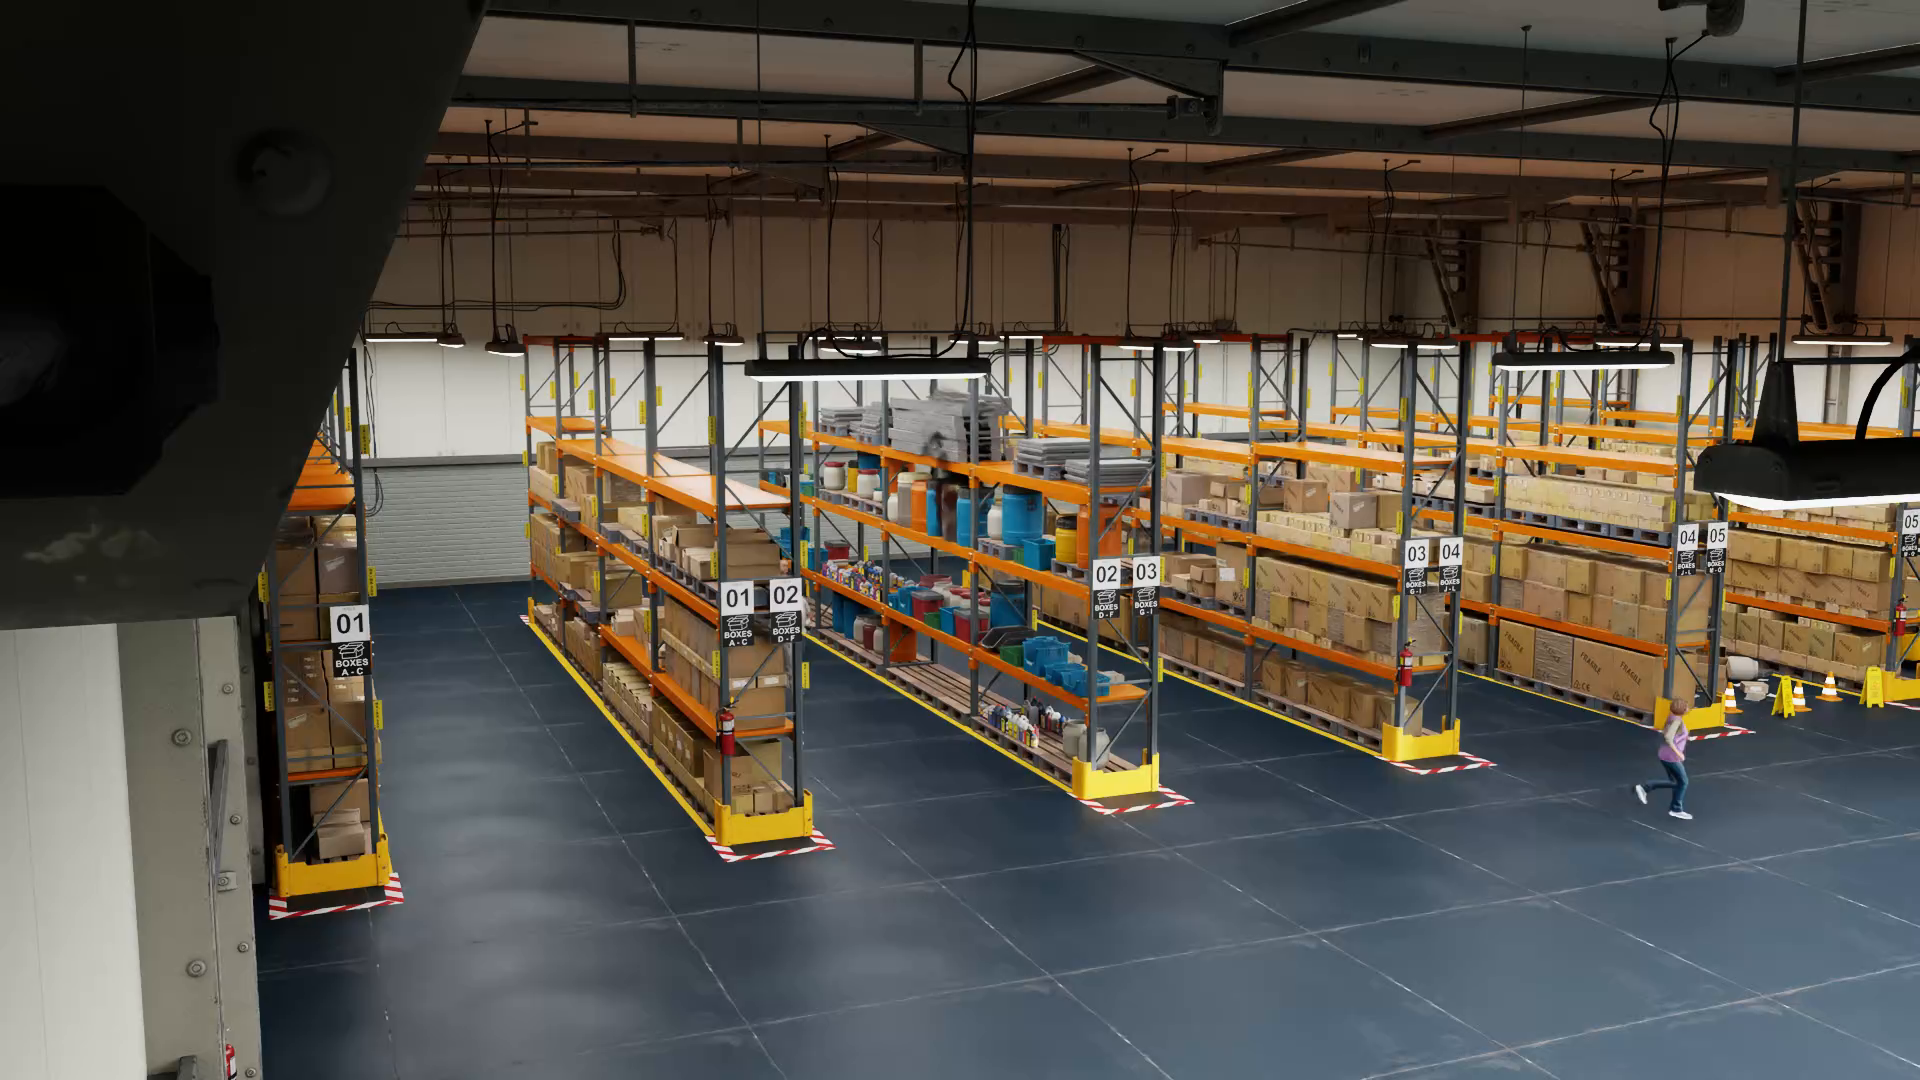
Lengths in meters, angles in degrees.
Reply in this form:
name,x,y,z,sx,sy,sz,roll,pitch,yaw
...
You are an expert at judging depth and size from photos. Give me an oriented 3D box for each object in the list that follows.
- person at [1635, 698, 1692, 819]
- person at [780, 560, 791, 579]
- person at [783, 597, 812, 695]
name,x,y,z,sx,sy,sz,roll,pitch,yaw
person,8.972,2.775,21.103,0.695,1.576,0.559,2,8,14
person,-3.316,1.288,31.343,0.725,1.856,0.858,-4,8,-25
person,-2.705,1.571,27.038,0.669,1.809,0.843,-4,9,-27
